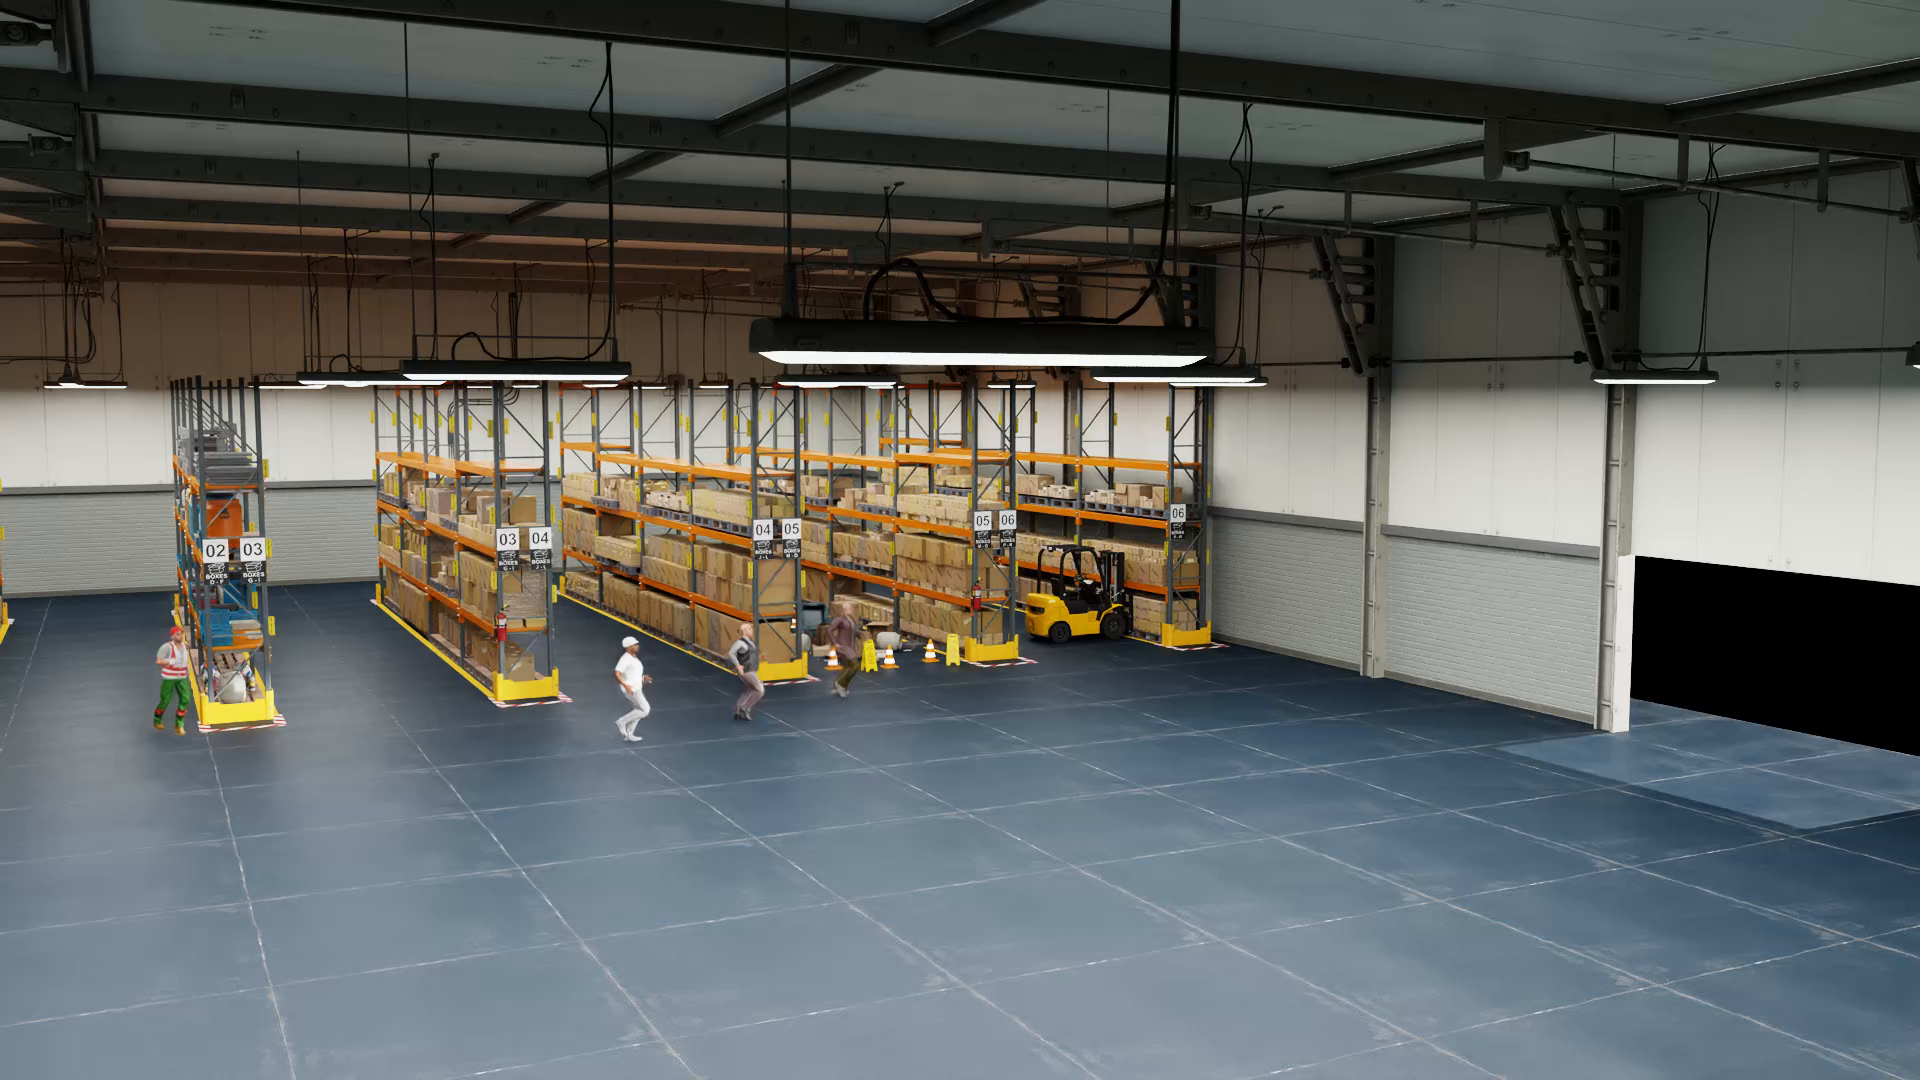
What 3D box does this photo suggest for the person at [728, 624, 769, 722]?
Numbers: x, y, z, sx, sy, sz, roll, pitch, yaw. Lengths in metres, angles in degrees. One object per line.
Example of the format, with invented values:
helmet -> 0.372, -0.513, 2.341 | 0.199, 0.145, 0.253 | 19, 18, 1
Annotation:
person -> -3.649, 2.301, 28.855 | 0.672, 1.699, 0.639 | 1, 5, 11

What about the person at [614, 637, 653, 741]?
person -> -5.341, 2.441, 27.248 | 0.576, 1.720, 0.698 | 0, 5, -1

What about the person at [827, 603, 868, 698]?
person -> -2.098, 2.066, 31.271 | 0.722, 1.765, 0.709 | 2, 5, 19

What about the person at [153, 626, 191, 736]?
person -> -13.183, 2.360, 27.914 | 0.765, 1.845, 0.652 | 4, 6, 35
